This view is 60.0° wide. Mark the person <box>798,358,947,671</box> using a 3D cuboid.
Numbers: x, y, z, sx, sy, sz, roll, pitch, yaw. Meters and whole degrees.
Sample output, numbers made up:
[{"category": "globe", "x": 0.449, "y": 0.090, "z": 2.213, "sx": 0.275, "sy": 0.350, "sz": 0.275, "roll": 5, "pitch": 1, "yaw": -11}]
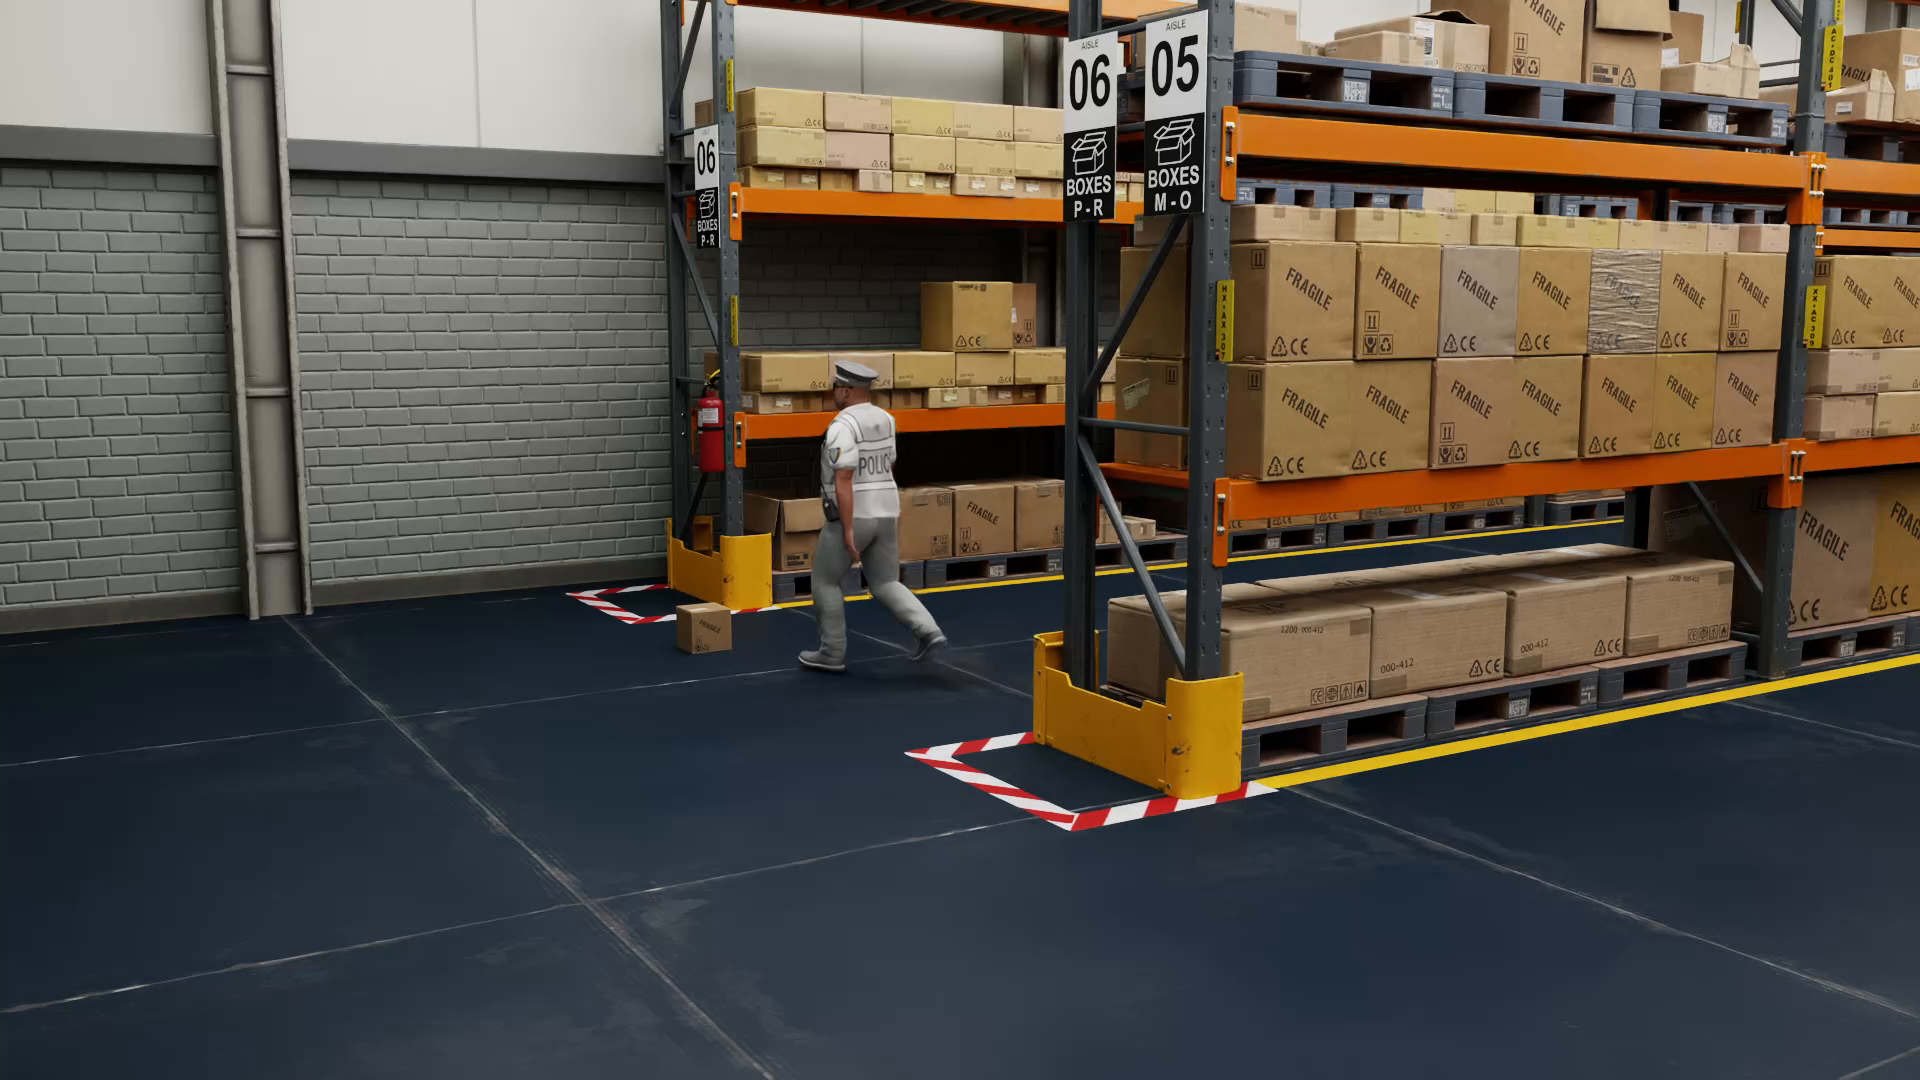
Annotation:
[{"category": "person", "x": -0.501, "y": -0.127, "z": 9.120, "sx": 0.907, "sy": 1.726, "sz": 0.537, "roll": 7, "pitch": 10, "yaw": 39}]
